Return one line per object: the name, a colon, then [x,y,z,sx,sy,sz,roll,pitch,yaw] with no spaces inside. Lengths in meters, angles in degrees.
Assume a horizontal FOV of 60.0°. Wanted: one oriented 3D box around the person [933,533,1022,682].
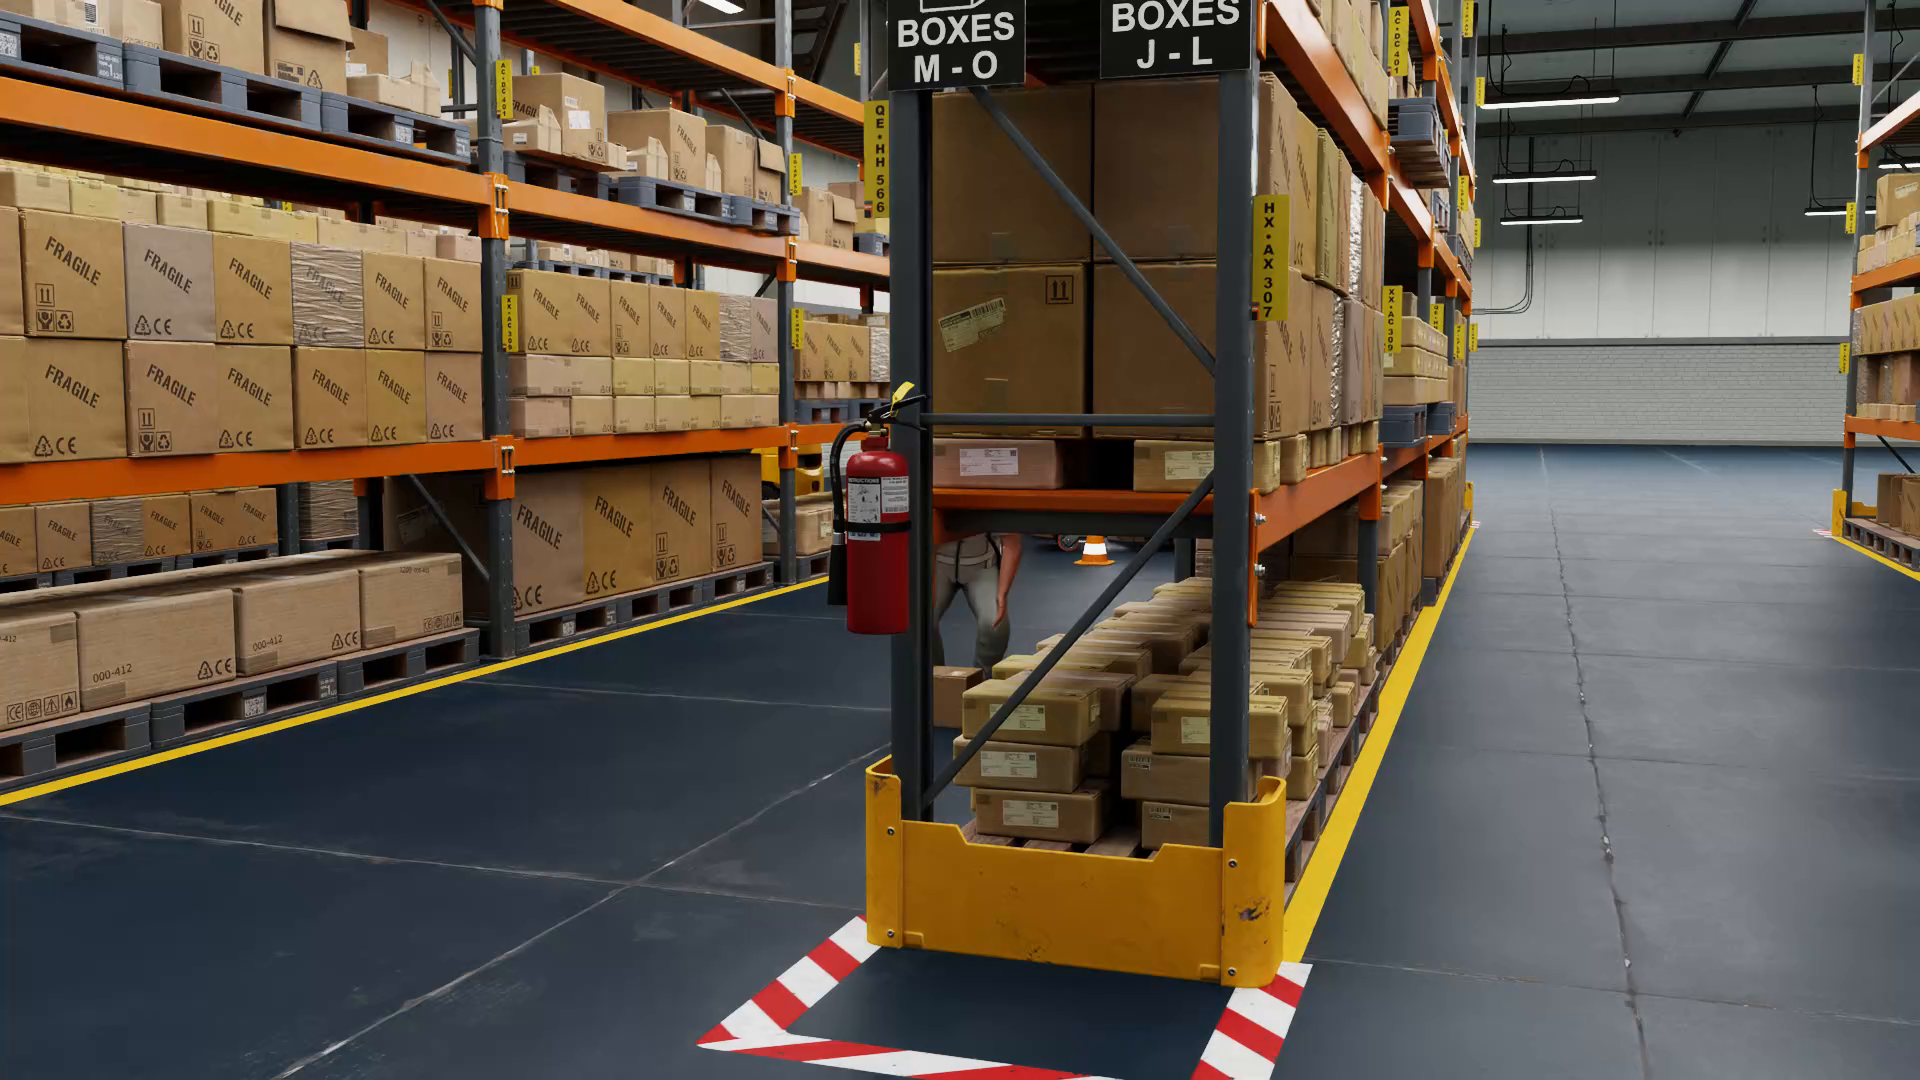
person: [0.024,0.173,8.341,0.589,1.345,0.841,0,5,5]
